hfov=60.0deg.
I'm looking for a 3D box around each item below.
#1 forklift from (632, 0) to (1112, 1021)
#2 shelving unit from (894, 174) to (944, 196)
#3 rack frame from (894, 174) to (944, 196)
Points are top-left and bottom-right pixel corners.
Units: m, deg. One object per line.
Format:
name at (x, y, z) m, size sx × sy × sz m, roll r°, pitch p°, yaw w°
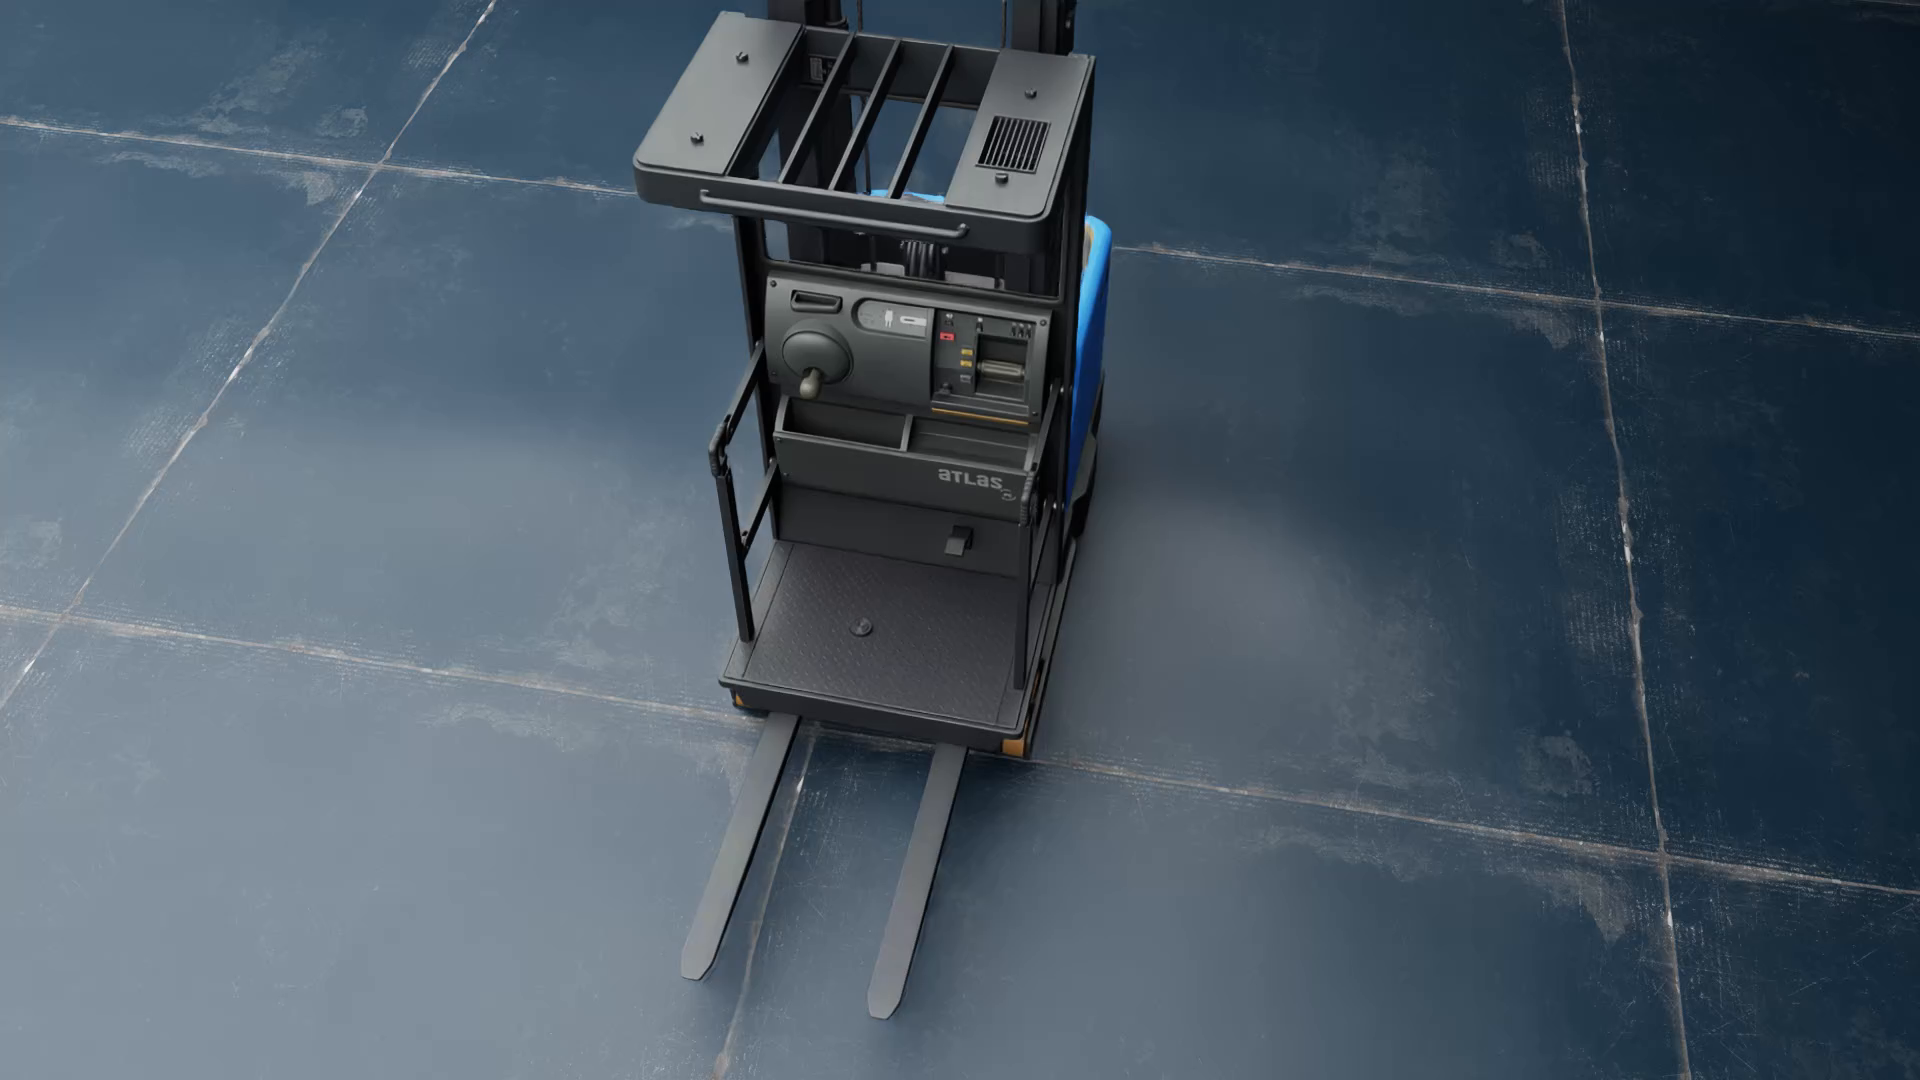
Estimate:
forklift at (-0.219, -0.511, 5.211) m, size 1.130 × 2.935 × 3.031 m, roll 9°, pitch 49°, yaw 8°
shelving unit at (-0.221, -1.098, 7.104) m, size 0.258 × 0.900 × 0.210 m, roll 24°, pitch 52°, yaw 20°
rack frame at (-0.169, -1.164, 7.163) m, size 0.240 × 0.900 × 0.006 m, roll 24°, pitch 52°, yaw 20°
